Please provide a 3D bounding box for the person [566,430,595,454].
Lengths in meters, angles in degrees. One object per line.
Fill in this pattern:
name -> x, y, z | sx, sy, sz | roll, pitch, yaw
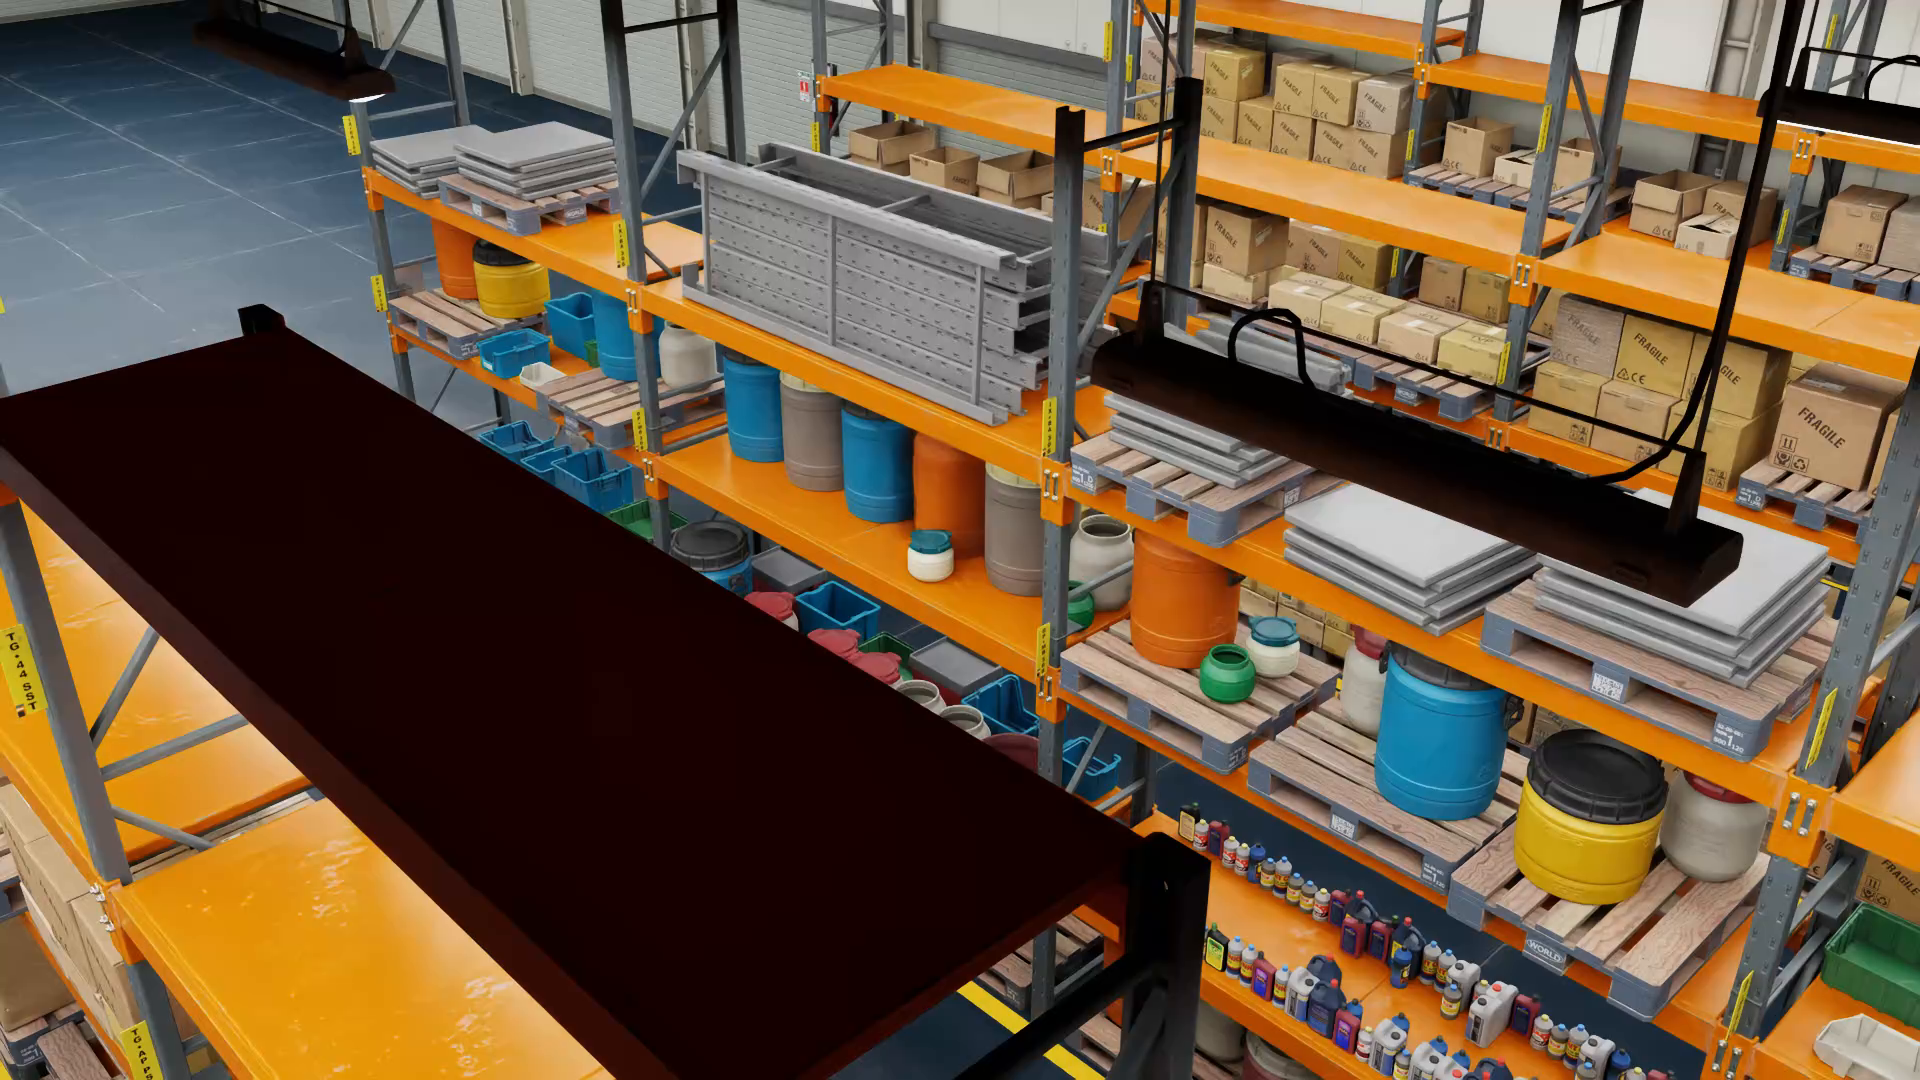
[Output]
person -> -3.967, -1.014, 17.257 | 0.771, 1.400, 0.456 | 17, 33, 29
